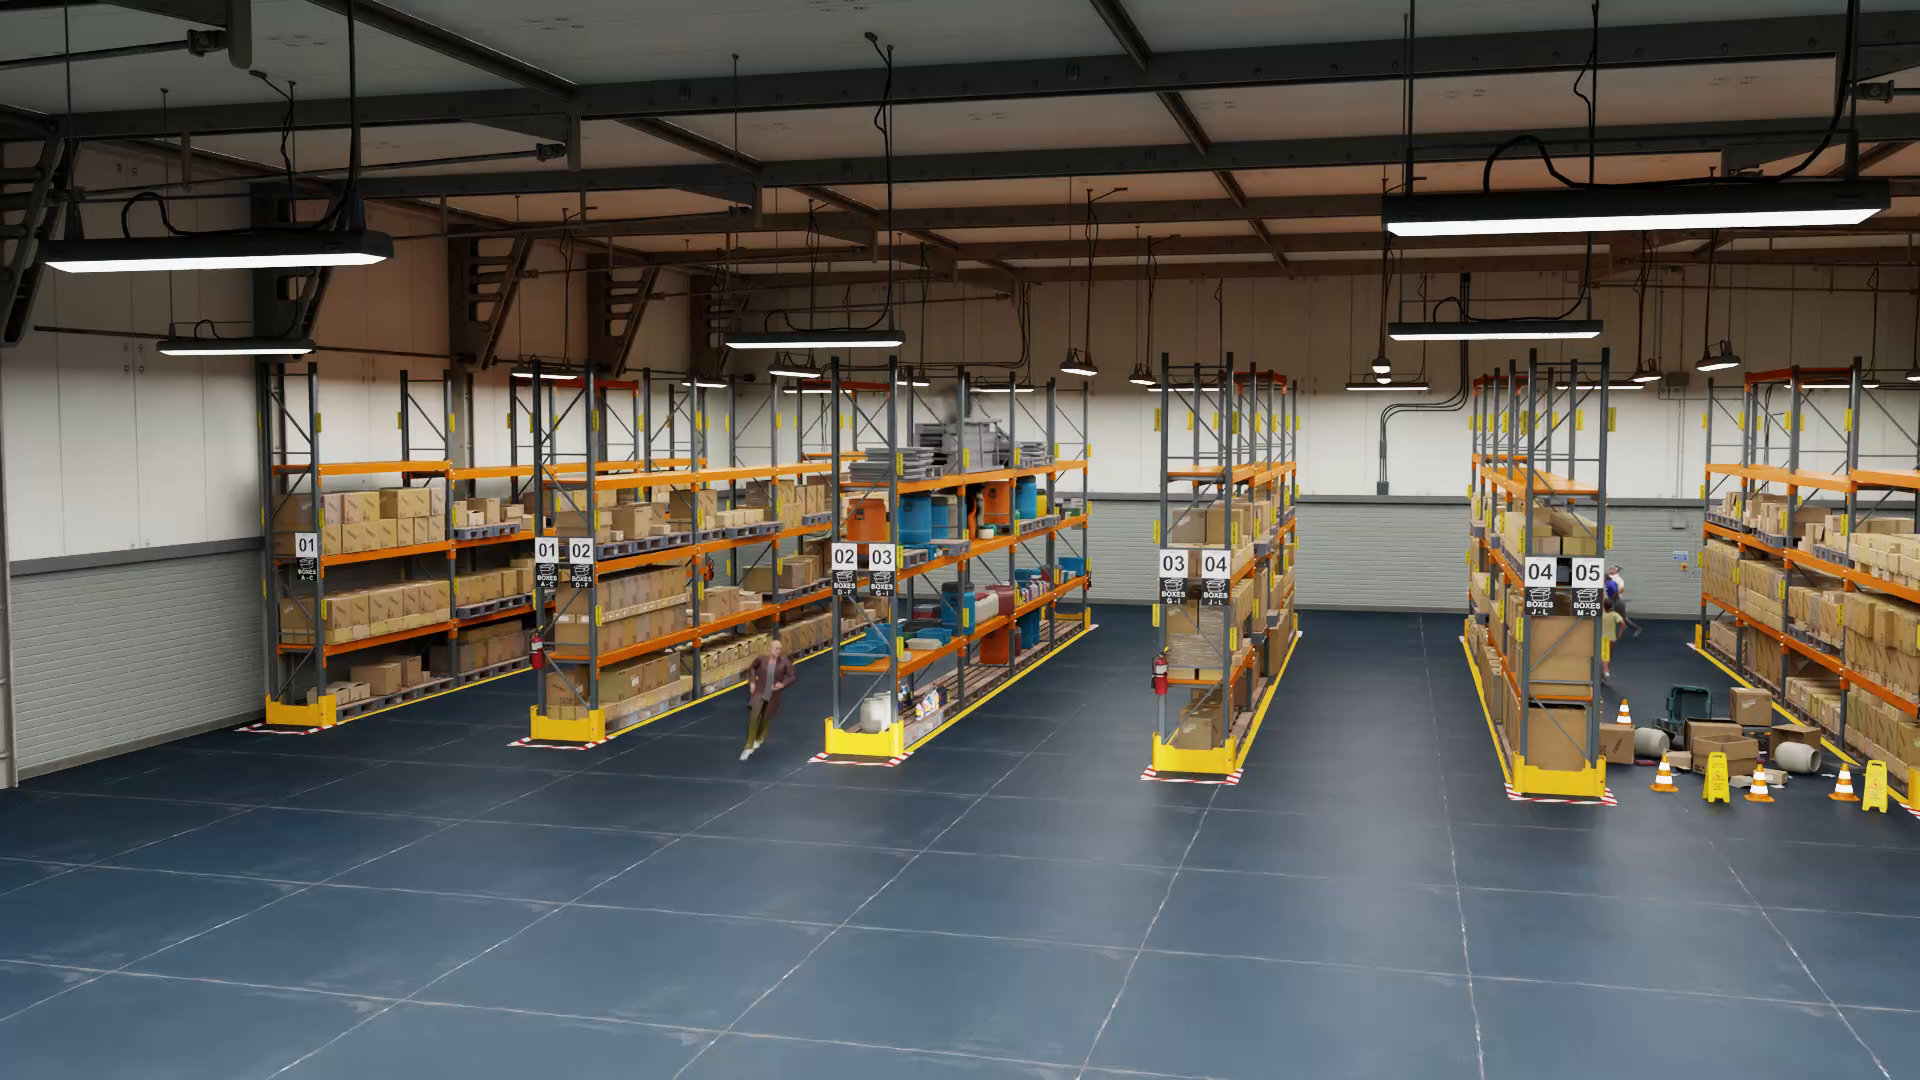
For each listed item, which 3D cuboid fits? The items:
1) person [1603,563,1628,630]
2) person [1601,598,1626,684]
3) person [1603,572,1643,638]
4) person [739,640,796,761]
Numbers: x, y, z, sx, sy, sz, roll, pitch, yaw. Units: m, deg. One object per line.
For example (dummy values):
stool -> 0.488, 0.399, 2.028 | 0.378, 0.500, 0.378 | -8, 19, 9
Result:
person -> 15.339, 1.402, 38.937 | 0.664, 1.747, 0.663 | 1, 4, 8
person -> 12.278, 1.942, 31.541 | 0.590, 1.675, 0.981 | 0, 4, 6
person -> 15.194, 1.549, 38.243 | 0.975, 1.615, 0.610 | 1, 4, 16
person -> -2.902, 2.375, 25.087 | 0.865, 1.750, 0.924 | 0, 4, -7
